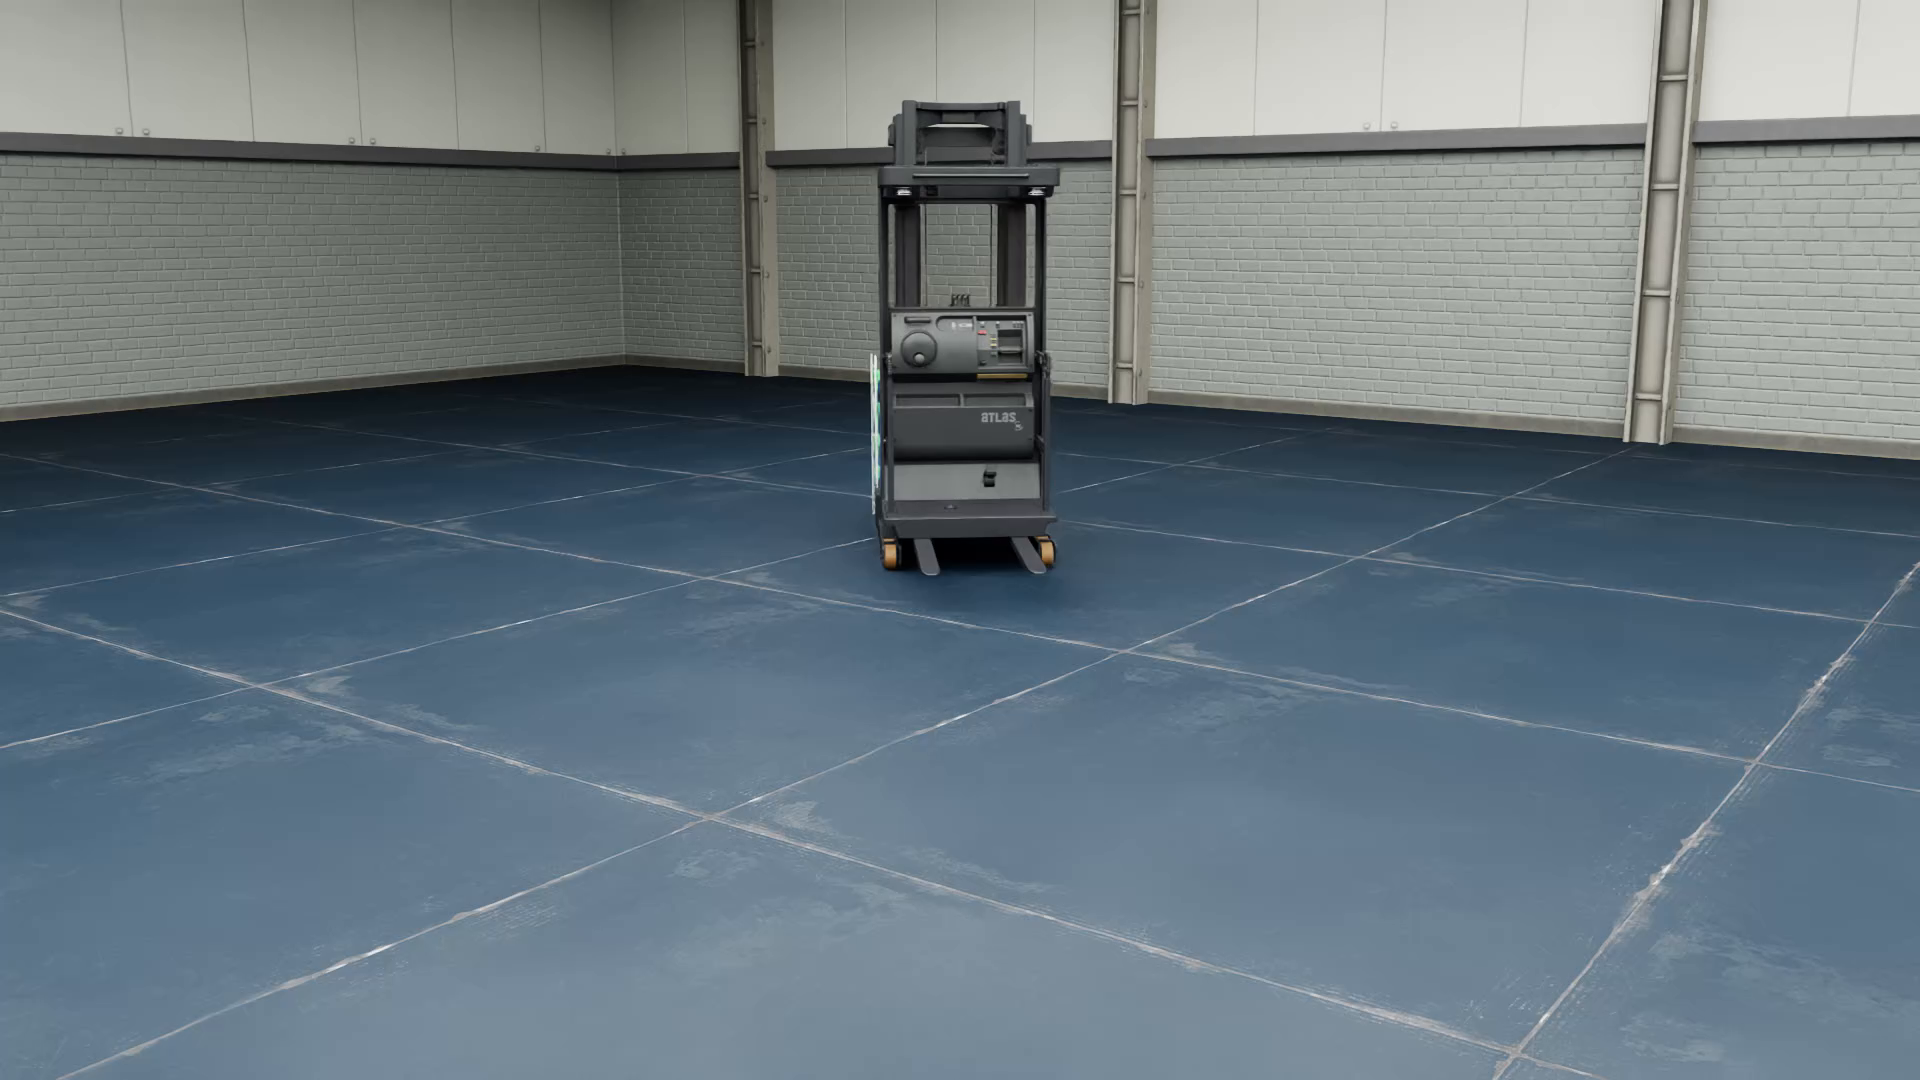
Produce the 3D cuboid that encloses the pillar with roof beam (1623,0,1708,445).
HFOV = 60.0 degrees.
[{"bbox_3d":[4.321,-4.743,12.354,0.400,9.000,9.100,8,13,36],"label":"pillar with roof beam"}]

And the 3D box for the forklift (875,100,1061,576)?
[{"bbox_3d":[0.036,-1.315,10.612,1.130,2.935,3.031,-1,11,-4],"label":"forklift"}]

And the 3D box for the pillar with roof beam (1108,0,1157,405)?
[{"bbox_3d":[-0.515,-5.418,15.841,0.400,9.000,9.100,8,13,36],"label":"pillar with roof beam"}]

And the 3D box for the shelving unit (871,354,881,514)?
[{"bbox_3d":[-0.395,-0.780,12.388,0.503,1.200,0.258,-2,10,-10],"label":"shelving unit"}]

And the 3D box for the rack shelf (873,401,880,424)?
[{"bbox_3d":[-0.395,-0.954,12.359,0.480,0.148,0.258,-2,10,-10],"label":"rack shelf"}]

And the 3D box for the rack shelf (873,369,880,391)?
[{"bbox_3d":[-0.396,-1.190,12.318,0.480,0.148,0.258,-2,10,-10],"label":"rack shelf"}]

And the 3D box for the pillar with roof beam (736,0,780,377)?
[{"bbox_3d":[-5.351,-6.092,19.328,0.400,9.000,9.100,8,13,36],"label":"pillar with roof beam"}]

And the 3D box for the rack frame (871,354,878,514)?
[{"bbox_3d":[-0.635,-0.772,12.346,0.015,1.200,0.240,-2,10,-10],"label":"rack frame"}]

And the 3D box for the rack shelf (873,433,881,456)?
[{"bbox_3d":[-0.395,-0.717,12.399,0.480,0.148,0.258,-2,10,-10],"label":"rack shelf"}]

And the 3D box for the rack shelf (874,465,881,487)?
[{"bbox_3d":[-0.394,-0.481,12.440,0.480,0.148,0.258,-2,10,-10],"label":"rack shelf"}]
